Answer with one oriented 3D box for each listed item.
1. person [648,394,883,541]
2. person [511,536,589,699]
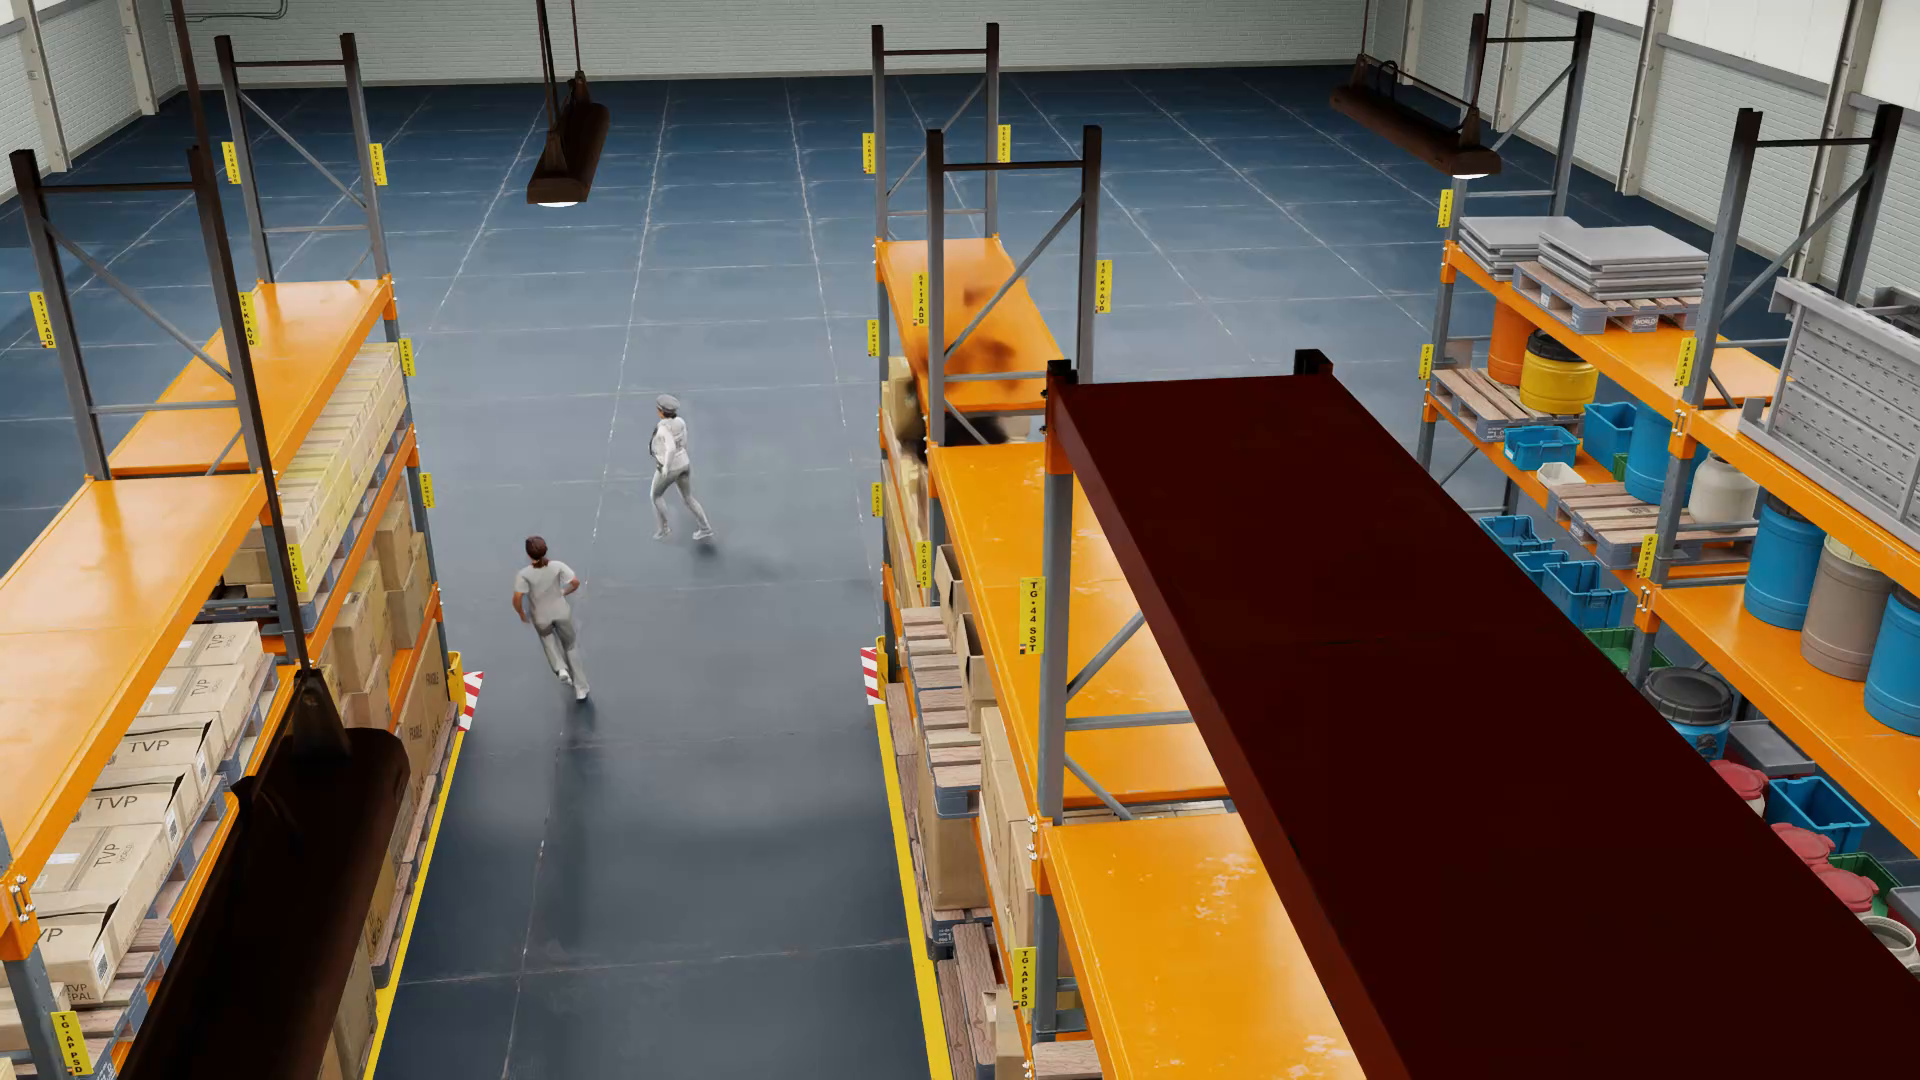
[{"bbox_3d":[-2.001,-0.314,16.788,4.132,2.127,1.741,15,29,29],"label":"person"},{"bbox_3d":[-3.773,0.678,15.194,0.623,1.617,0.591,-9,27,-19],"label":"person"}]
